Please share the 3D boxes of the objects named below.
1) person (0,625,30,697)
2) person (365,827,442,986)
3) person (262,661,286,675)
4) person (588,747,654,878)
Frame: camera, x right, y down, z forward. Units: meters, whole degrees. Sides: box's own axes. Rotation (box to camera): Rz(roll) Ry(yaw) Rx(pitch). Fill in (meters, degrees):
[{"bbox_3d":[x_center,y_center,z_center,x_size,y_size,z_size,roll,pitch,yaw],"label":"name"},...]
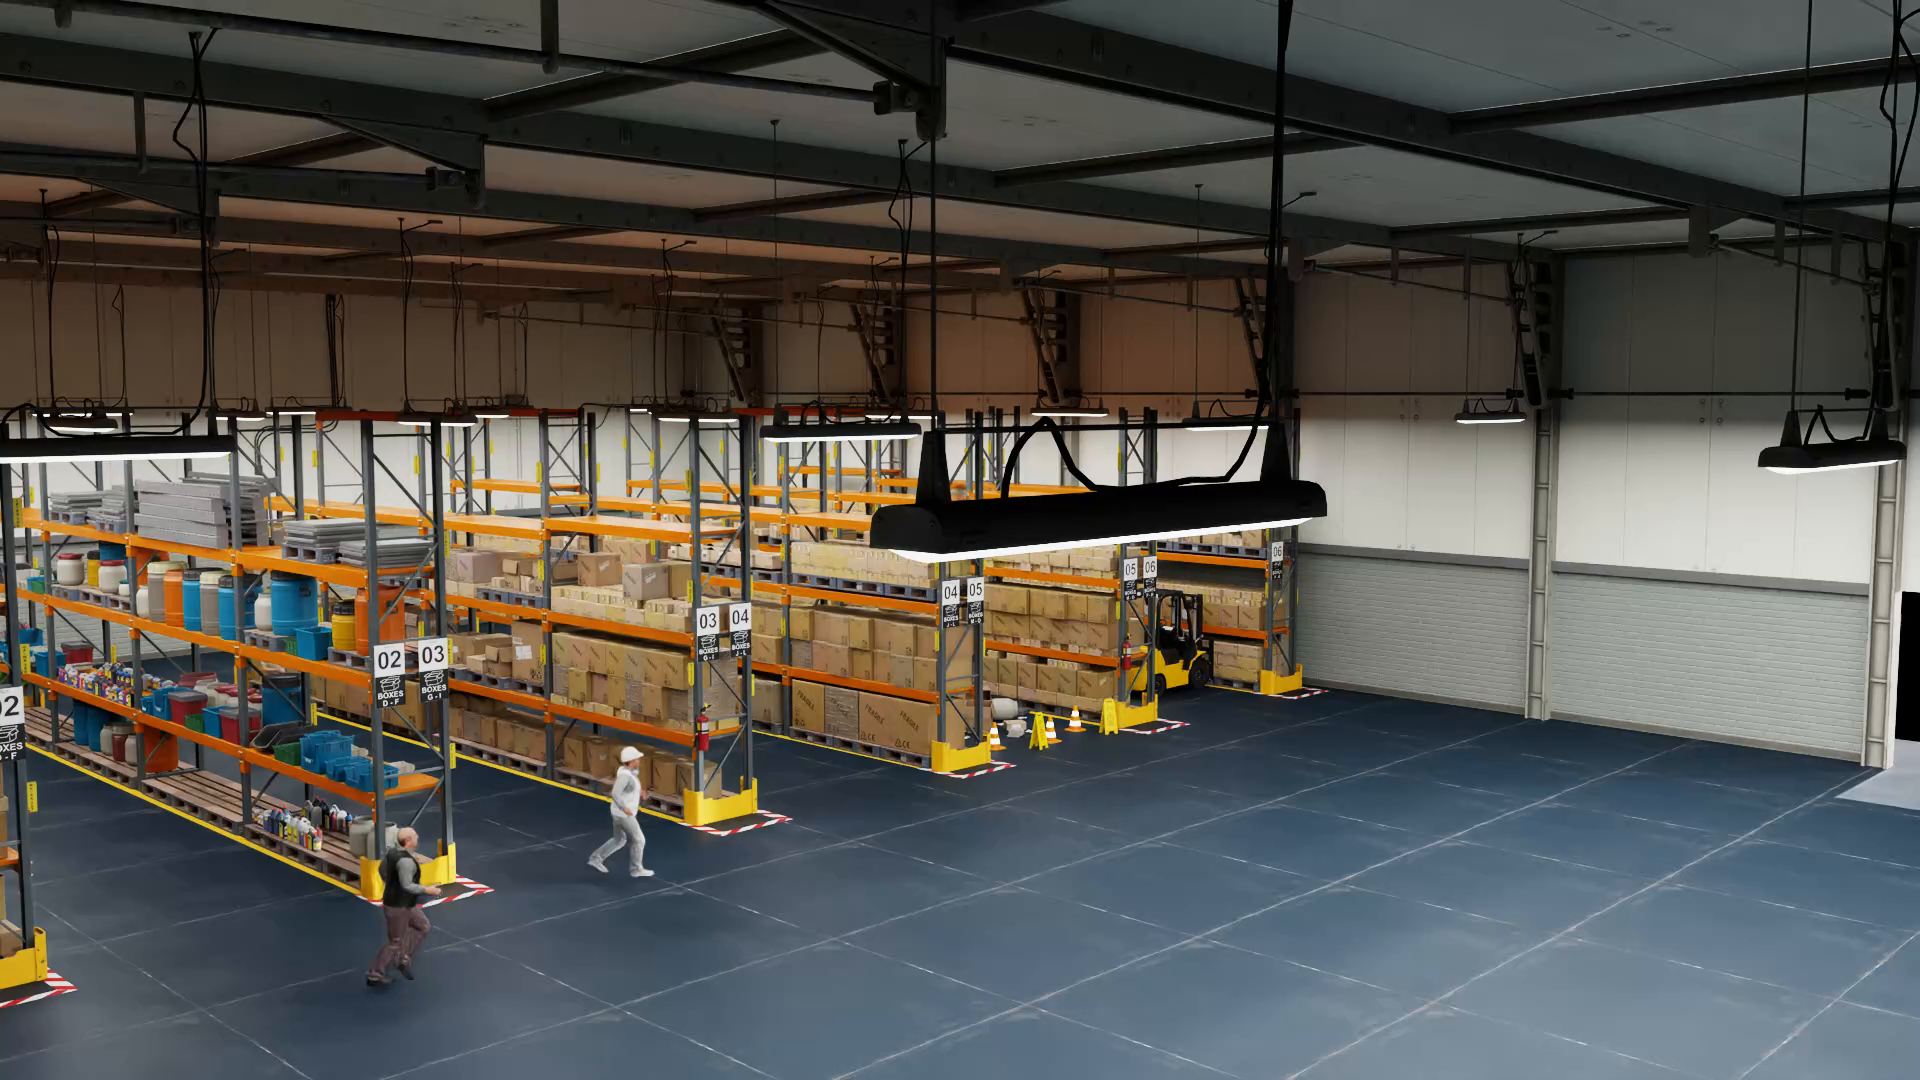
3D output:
[{"bbox_3d":[-18.963,2.583,33.215,0.696,1.708,1.010,4,7,40],"label":"person"},{"bbox_3d":[-5.964,3.919,17.781,0.800,1.714,0.596,-2,5,-23],"label":"person"},{"bbox_3d":[-13.022,2.701,31.621,0.510,1.713,0.818,-4,6,-39],"label":"person"},{"bbox_3d":[-4.415,3.542,21.536,0.850,1.746,0.677,-1,5,-8],"label":"person"}]
